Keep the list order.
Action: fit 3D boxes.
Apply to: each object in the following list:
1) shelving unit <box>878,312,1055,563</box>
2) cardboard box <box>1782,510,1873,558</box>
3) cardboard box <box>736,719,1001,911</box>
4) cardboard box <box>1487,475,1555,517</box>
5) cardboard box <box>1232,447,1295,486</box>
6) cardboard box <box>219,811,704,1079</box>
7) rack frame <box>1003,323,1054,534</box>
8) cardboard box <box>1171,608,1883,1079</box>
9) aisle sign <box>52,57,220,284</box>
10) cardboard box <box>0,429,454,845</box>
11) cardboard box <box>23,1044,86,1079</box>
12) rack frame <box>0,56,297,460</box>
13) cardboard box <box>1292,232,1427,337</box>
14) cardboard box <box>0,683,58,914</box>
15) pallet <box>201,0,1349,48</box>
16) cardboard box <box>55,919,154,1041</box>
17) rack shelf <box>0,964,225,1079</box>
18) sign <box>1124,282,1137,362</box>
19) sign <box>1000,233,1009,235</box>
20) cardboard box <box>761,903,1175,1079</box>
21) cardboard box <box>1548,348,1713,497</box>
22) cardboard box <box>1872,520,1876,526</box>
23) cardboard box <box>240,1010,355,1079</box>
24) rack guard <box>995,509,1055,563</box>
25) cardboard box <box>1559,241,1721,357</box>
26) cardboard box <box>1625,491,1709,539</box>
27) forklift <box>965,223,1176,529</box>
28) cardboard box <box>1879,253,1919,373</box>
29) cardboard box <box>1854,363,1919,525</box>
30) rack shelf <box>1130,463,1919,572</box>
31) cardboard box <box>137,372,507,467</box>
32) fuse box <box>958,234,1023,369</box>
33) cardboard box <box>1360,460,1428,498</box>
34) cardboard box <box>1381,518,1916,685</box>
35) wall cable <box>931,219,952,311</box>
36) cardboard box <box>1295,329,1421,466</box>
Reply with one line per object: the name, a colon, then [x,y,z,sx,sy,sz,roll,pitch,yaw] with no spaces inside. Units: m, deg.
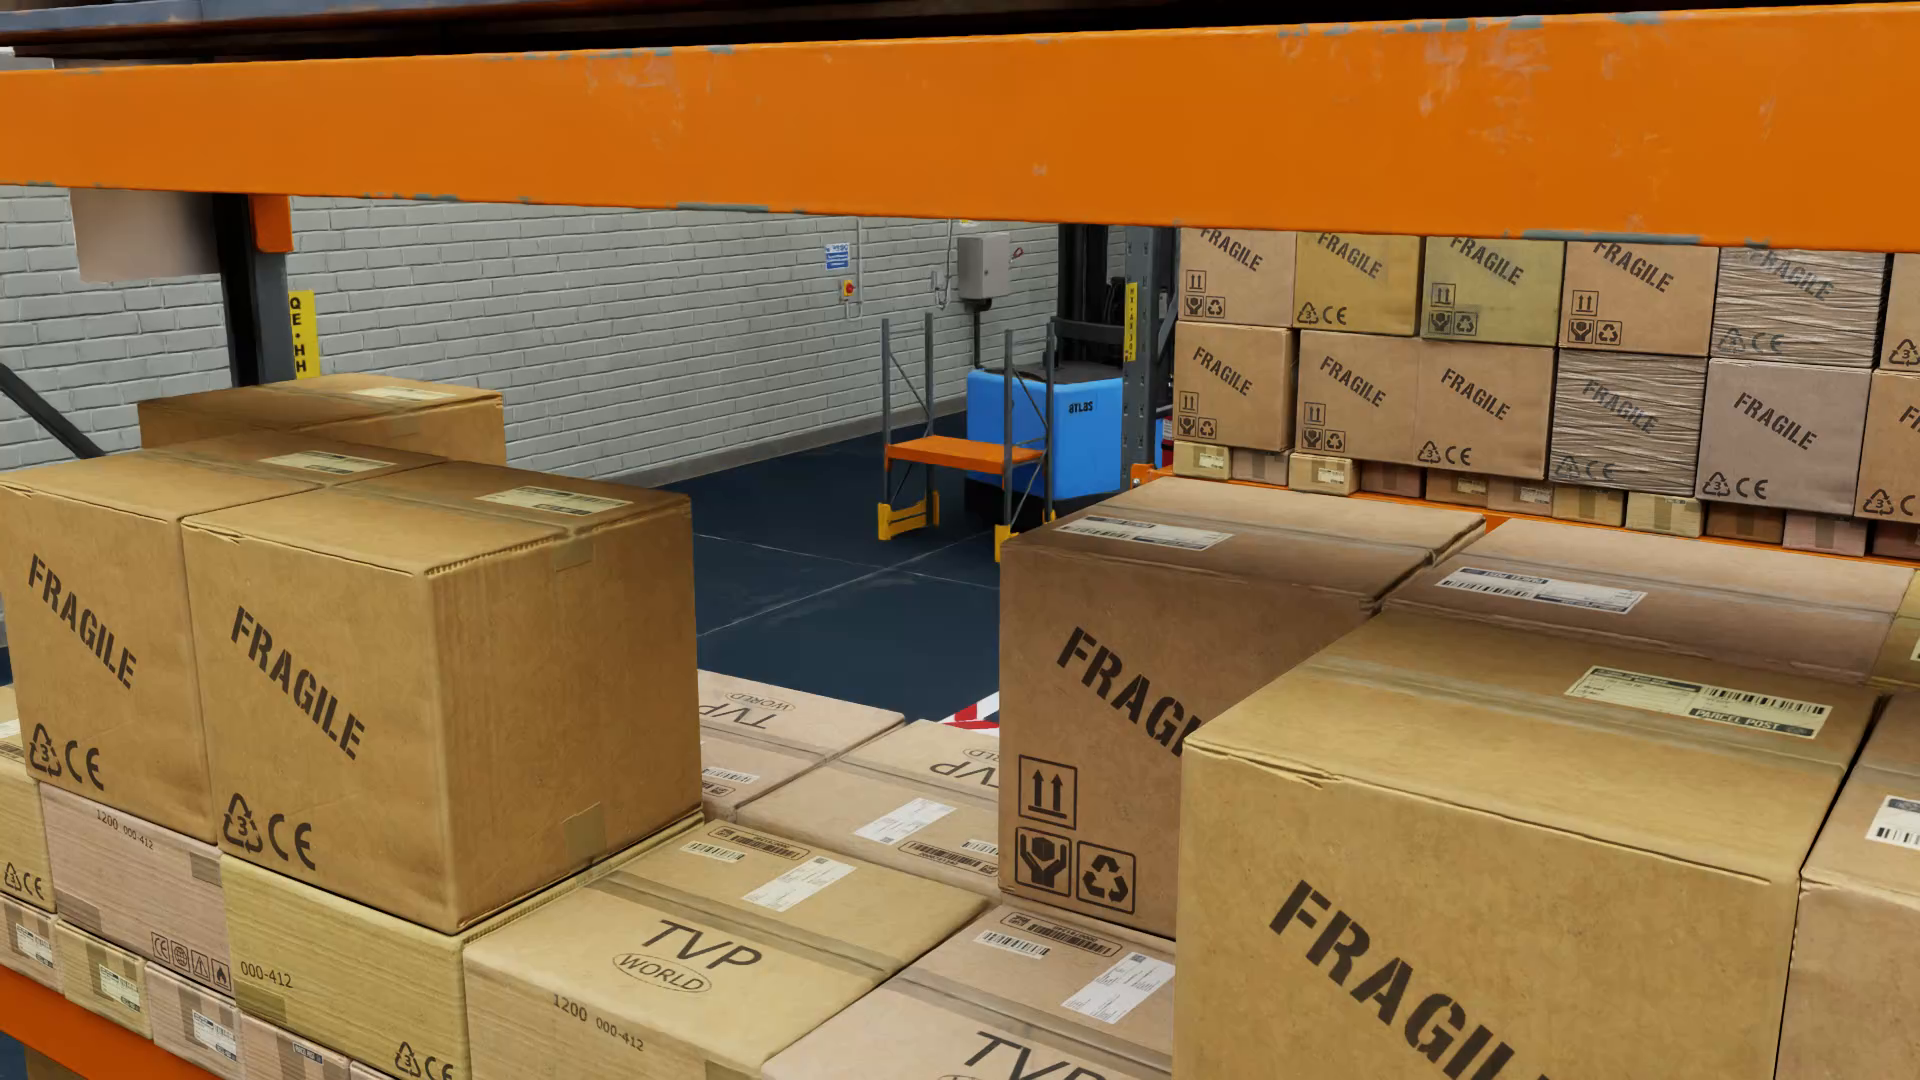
shelving unit: [0.039,-0.709,11.066,1.083,1.500,0.587,11,17,37]
cardboard box: [3.066,-0.064,5.862,0.250,0.149,0.380,8,16,30]
cardboard box: [-0.005,0.521,2.669,0.500,0.250,0.500,9,17,33]
cardboard box: [2.225,-0.209,6.449,0.250,0.149,0.380,9,16,32]
cardboard box: [1.340,-0.344,6.991,0.250,0.149,0.380,10,17,35]
cardboard box: [-0.735,0.558,2.518,0.500,0.250,0.500,9,16,31]
rack frame: [0.446,-0.632,10.755,0.032,1.500,0.500,11,17,37]
cardboard box: [0.542,0.400,1.598,0.500,0.500,0.500,9,17,33]
aisle sign: [-1.725,-0.956,3.533,0.004,0.787,0.394,9,17,33]
cardboard box: [-1.170,0.125,2.709,0.500,0.500,0.500,9,16,31]
cardboard box: [-1.257,1.273,3.487,0.875,0.875,0.875,9,17,33]
rack frame: [-1.831,0.375,3.568,0.053,2.616,0.949,9,17,33]
cardboard box: [1.666,-1.099,6.612,0.500,0.500,0.500,10,17,34]
cardboard box: [-1.585,0.422,3.070,0.500,0.250,0.500,9,16,31]
pallet: [-0.195,-0.777,2.161,1.213,0.211,1.003,9,17,33]
cardboard box: [-1.296,0.679,2.861,0.250,0.149,0.380,9,16,31]
rack shelf: [-0.173,0.993,2.568,4.000,0.370,1.077,9,17,33]
sign: [0.717,-0.912,6.964,0.005,0.325,0.100,9,17,33]
sign: [0.404,-2.832,16.717,0.001,0.494,0.329,9,17,33]
cardboard box: [0.119,0.696,1.963,0.500,0.250,0.500,10,17,34]
cardboard box: [2.522,-0.476,6.175,0.500,0.500,0.500,9,16,31]
cardboard box: [3.385,-0.175,6.309,0.250,0.149,0.380,10,17,34]
cardboard box: [-0.868,0.748,2.582,0.250,0.149,0.380,9,16,32]
rack guard: [0.430,-0.028,10.917,0.087,0.250,0.587,11,17,37]
cardboard box: [2.510,-0.957,6.039,0.500,0.500,0.500,9,16,31]
cardboard box: [2.634,-0.129,6.124,0.250,0.149,0.380,10,17,34]
forklift: [1.509,-1.699,12.088,3.031,2.935,1.130,-11,17,-36]
cardboard box: [3.366,-0.819,5.483,0.500,0.500,0.500,9,16,31]
cardboard box: [3.349,-0.335,5.607,0.500,0.500,0.500,9,16,31]
rack shelf: [2.679,0.017,6.508,4.000,0.370,1.077,9,17,33]
cardboard box: [-1.282,-0.047,3.405,0.500,0.500,0.500,9,17,33]
fuse box: [0.300,-2.126,16.351,0.414,1.711,0.539,9,17,33]
cardboard box: [1.825,-0.289,6.772,0.250,0.149,0.380,10,17,35]
cardboard box: [0.828,0.293,2.028,0.500,0.500,0.500,9,17,33]
wall cable: [-0.212,-3.130,15.610,0.122,1.984,0.588,9,17,33]
cardboard box: [1.696,-0.611,6.722,0.500,0.500,0.500,9,17,33]
